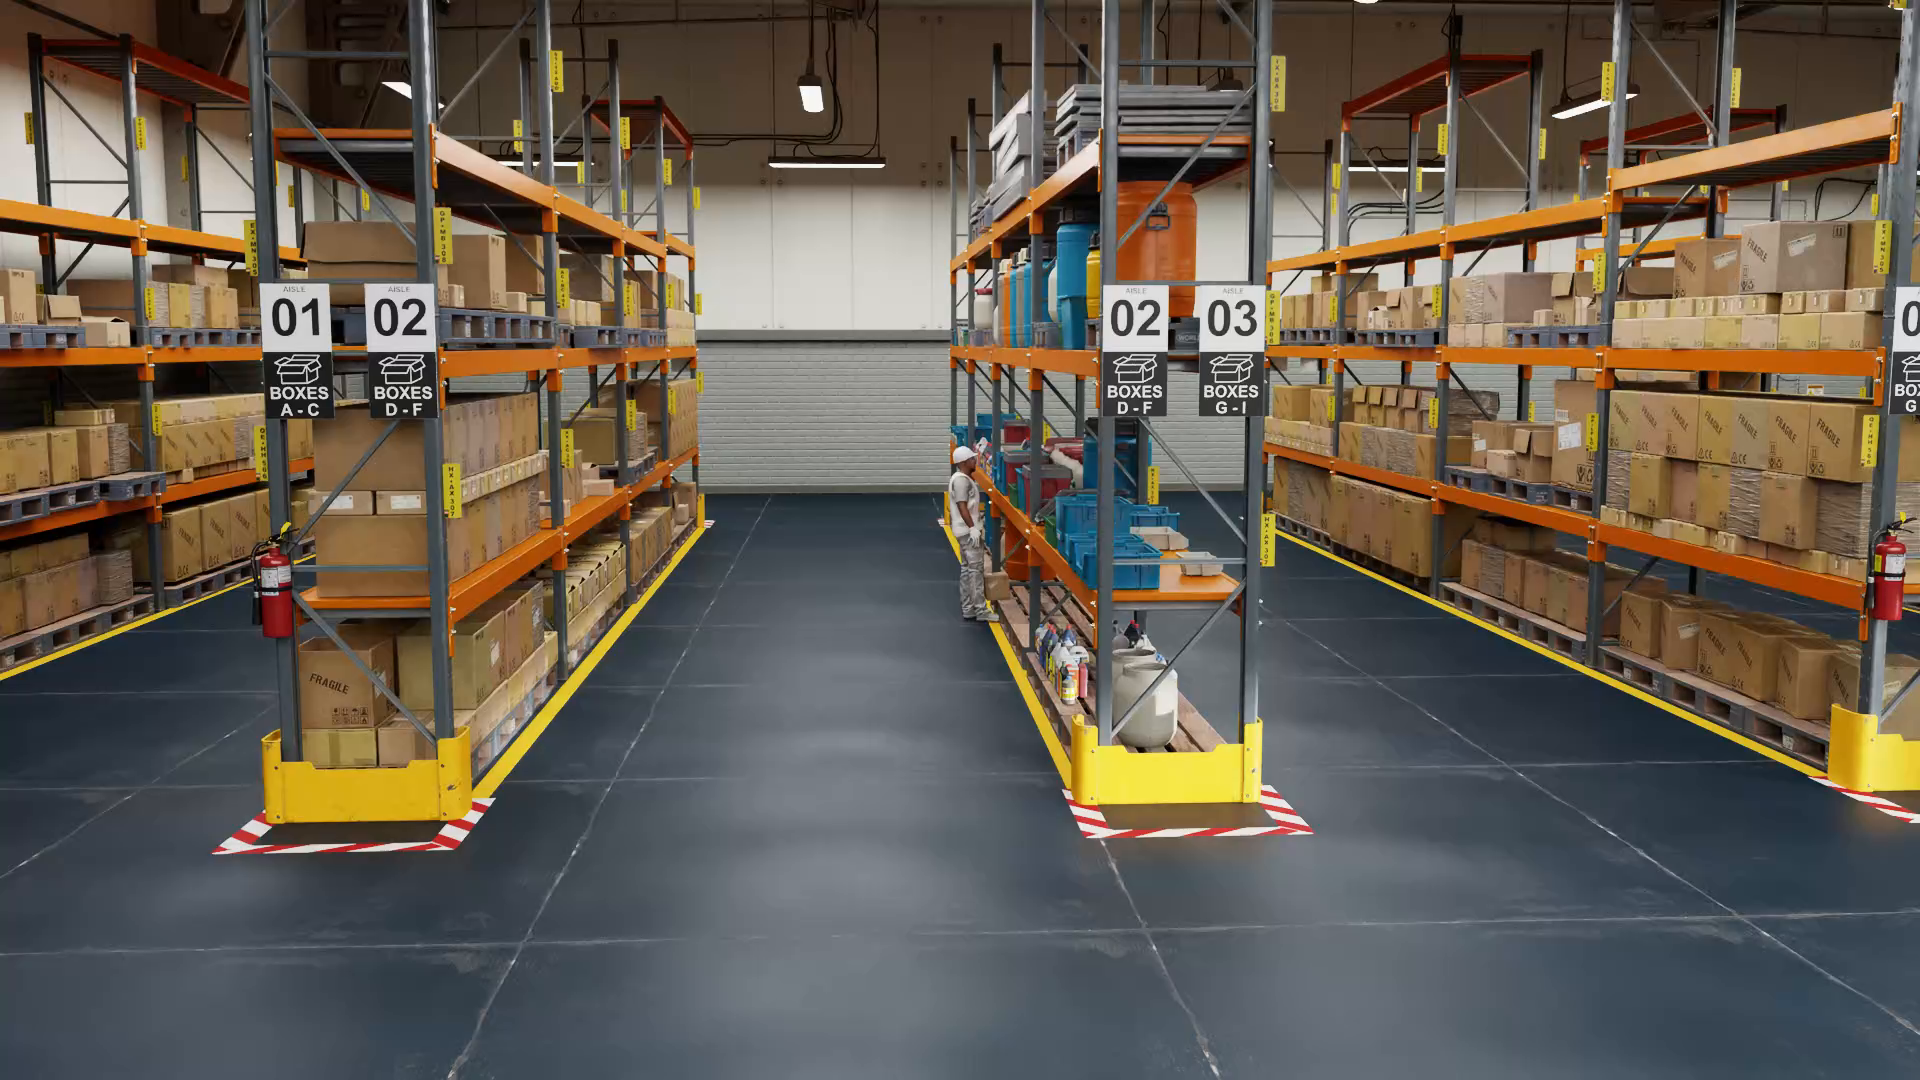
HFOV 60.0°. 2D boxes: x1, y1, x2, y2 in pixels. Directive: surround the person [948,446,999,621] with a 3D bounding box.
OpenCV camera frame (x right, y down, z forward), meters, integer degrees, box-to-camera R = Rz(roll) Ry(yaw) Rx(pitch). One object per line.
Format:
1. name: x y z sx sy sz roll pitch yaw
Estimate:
1. person: 0.167 -0.076 17.218 0.575 1.786 0.656 0 7 -4
